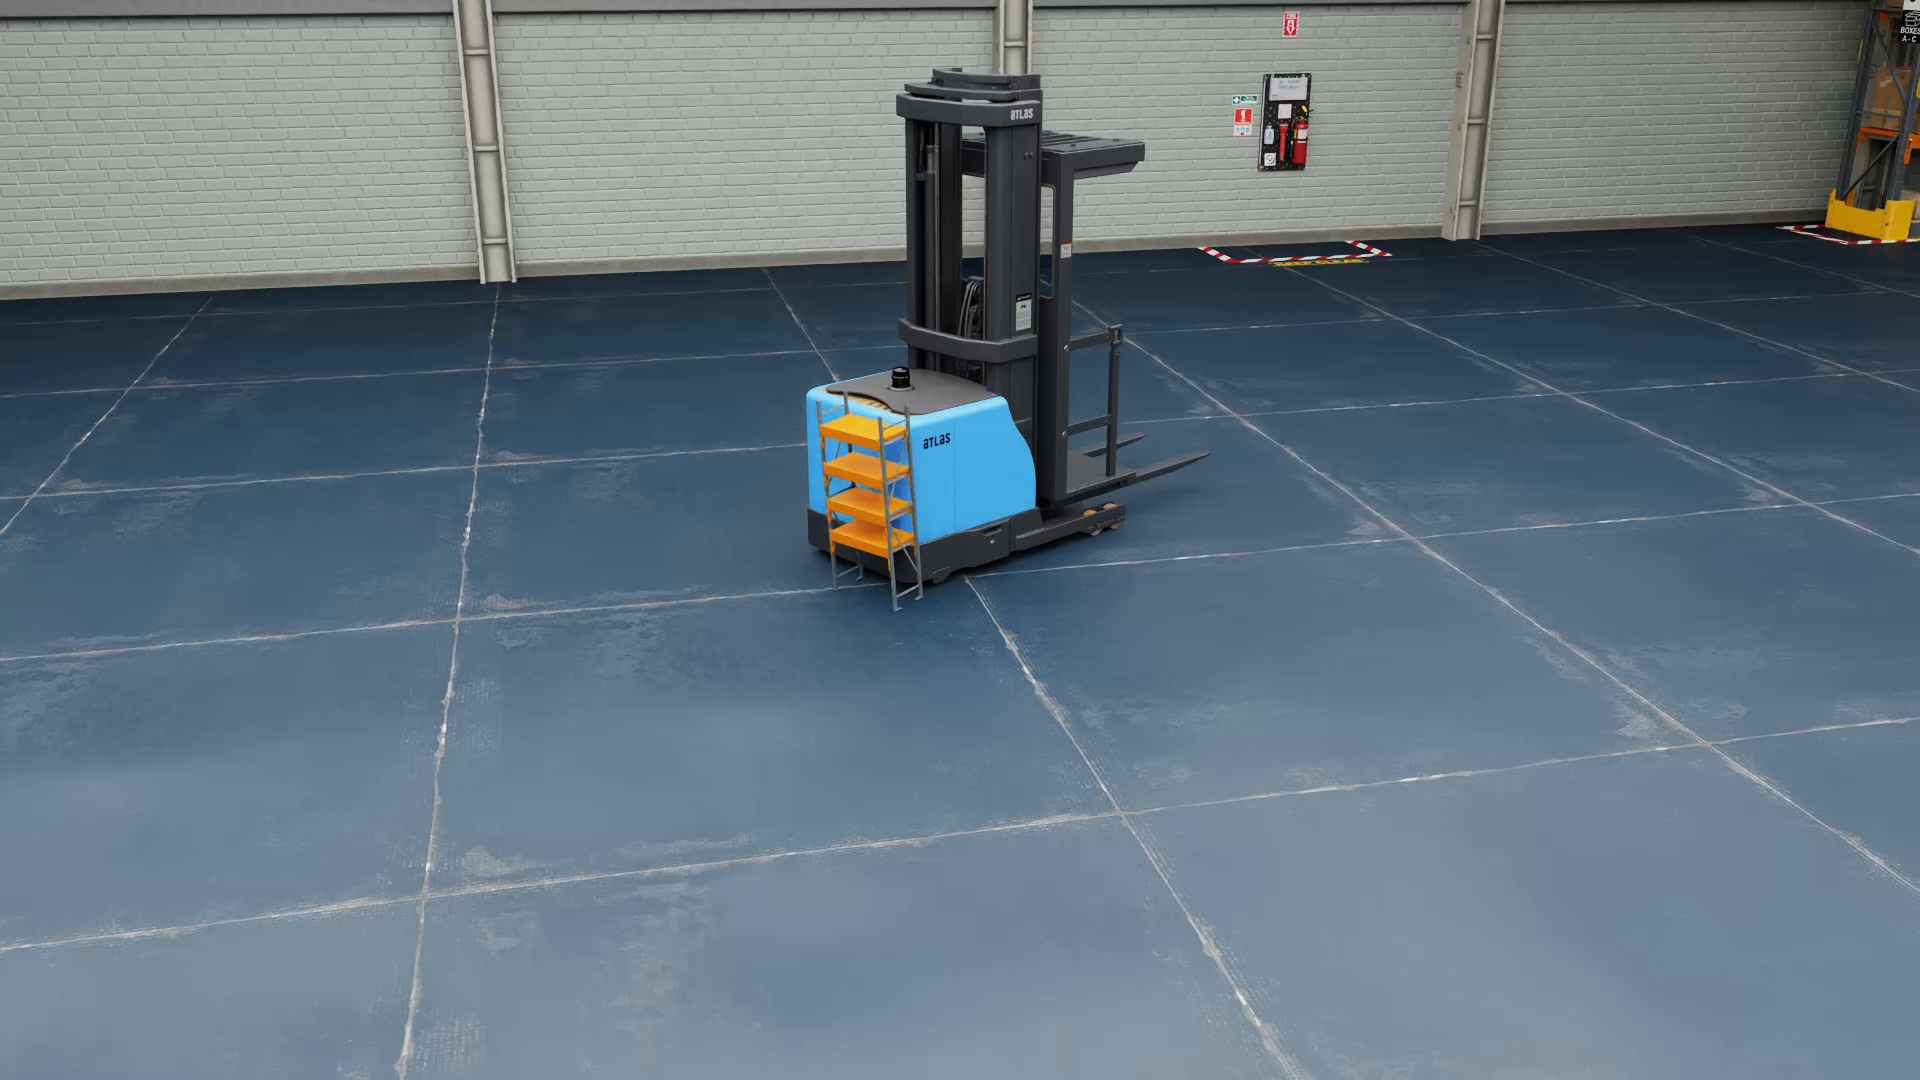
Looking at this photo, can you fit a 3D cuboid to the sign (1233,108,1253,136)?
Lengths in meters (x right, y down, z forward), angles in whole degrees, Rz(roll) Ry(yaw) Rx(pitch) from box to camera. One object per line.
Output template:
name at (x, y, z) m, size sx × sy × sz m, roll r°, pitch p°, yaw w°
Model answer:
sign at (3.473, -5.130, 20.406) m, size 0.234 × 0.329 × 0.001 m, roll -5°, pitch 21°, yaw -12°

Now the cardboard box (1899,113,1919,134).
cardboard box at (12.353, -5.306, 21.129) m, size 0.500 × 0.250 × 0.500 m, roll -5°, pitch 21°, yaw -14°

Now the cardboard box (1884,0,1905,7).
cardboard box at (12.153, -7.018, 21.076) m, size 0.500 × 0.500 × 0.500 m, roll -3°, pitch 20°, yaw -9°

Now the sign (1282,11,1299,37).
sign at (4.004, -6.244, 20.128) m, size 0.199 × 0.298 × 0.001 m, roll -5°, pitch 21°, yaw -12°

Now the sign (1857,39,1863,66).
sign at (11.697, -6.315, 21.549) m, size 0.005 × 0.325 × 0.100 m, roll -5°, pitch 21°, yaw -12°

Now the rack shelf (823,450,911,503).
rack shelf at (-0.530, -0.371, 9.599) m, size 0.480 × 0.148 × 0.258 m, roll 17°, pitch 31°, yaw 38°

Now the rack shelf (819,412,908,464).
rack shelf at (-0.544, -0.587, 9.504) m, size 0.480 × 0.148 × 0.258 m, roll 17°, pitch 31°, yaw 38°

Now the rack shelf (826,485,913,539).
rack shelf at (-0.517, -0.166, 9.689) m, size 0.480 × 0.148 × 0.258 m, roll 17°, pitch 31°, yaw 38°

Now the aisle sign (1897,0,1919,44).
aisle sign at (11.804, -6.550, 20.554) m, size 0.004 × 0.787 × 0.394 m, roll -5°, pitch 21°, yaw -12°

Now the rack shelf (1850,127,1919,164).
rack shelf at (13.752, -5.256, 21.847) m, size 4.000 × 0.370 × 1.077 m, roll -5°, pitch 21°, yaw -12°

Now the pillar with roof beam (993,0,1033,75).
pillar with roof beam at (1.600, -6.206, 14.674) m, size 0.400 × 9.000 × 9.100 m, roll -5°, pitch 21°, yaw -12°

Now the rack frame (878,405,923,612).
rack frame at (-0.338, -0.172, 9.511) m, size 0.015 × 1.200 × 0.240 m, roll 17°, pitch 31°, yaw 38°

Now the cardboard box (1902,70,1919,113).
cardboard box at (12.339, -5.663, 21.013) m, size 0.500 × 0.500 × 0.500 m, roll -5°, pitch 21°, yaw -12°

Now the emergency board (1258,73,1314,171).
emergency board at (4.035, -5.122, 20.437) m, size 0.643 × 1.169 × 0.194 m, roll -5°, pitch 21°, yaw -12°

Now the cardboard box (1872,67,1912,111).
cardboard box at (12.215, -5.835, 21.481) m, size 0.500 × 0.500 × 0.500 m, roll -5°, pitch 21°, yaw -13°

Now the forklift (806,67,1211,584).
forklift at (0.459, -1.523, 10.710) m, size 3.031 × 2.935 × 1.130 m, roll -18°, pitch 27°, yaw -40°

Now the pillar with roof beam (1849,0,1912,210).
pillar with roof beam at (13.278, -7.156, 17.267) m, size 0.400 × 9.000 × 9.100 m, roll -5°, pitch 21°, yaw -12°

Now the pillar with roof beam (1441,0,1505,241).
pillar with roof beam at (7.439, -6.681, 15.971) m, size 0.400 × 9.000 × 9.100 m, roll -5°, pitch 21°, yaw -12°

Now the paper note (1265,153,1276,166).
paper note at (3.847, -4.718, 20.614) m, size 0.142 × 0.148 × 0.016 m, roll -5°, pitch 21°, yaw -12°

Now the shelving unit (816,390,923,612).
shelving unit at (-0.521, -0.228, 9.662) m, size 0.503 × 1.200 × 0.258 m, roll 17°, pitch 31°, yaw 38°

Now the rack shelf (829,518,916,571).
rack shelf at (-0.506, 0.015, 9.769) m, size 0.480 × 0.148 × 0.258 m, roll 17°, pitch 31°, yaw 38°

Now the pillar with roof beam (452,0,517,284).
pillar with roof beam at (-4.239, -5.731, 13.378) m, size 0.400 × 9.000 × 9.100 m, roll -5°, pitch 21°, yaw -12°

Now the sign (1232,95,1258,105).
sign at (3.479, -5.376, 20.308) m, size 0.331 × 0.109 × 0.001 m, roll -5°, pitch 21°, yaw -12°

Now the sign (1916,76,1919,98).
sign at (11.930, -5.660, 20.646) m, size 0.005 × 0.325 × 0.100 m, roll -5°, pitch 21°, yaw -12°

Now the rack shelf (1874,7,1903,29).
rack shelf at (13.752, -6.664, 21.331) m, size 4.000 × 0.370 × 1.077 m, roll -5°, pitch 21°, yaw -12°

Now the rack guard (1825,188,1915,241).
rack guard at (11.879, -4.267, 21.737) m, size 0.348 × 0.500 × 1.175 m, roll -5°, pitch 21°, yaw -12°

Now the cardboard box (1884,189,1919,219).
cardboard box at (12.499, -4.404, 21.745) m, size 0.500 × 0.311 × 0.500 m, roll -7°, pitch 21°, yaw -19°

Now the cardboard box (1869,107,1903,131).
cardboard box at (12.216, -5.476, 21.592) m, size 0.500 × 0.250 × 0.500 m, roll -4°, pitch 21°, yaw -12°

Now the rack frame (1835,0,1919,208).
rack frame at (11.805, -5.435, 21.291) m, size 0.127 × 3.000 × 1.000 m, roll -5°, pitch 21°, yaw -12°

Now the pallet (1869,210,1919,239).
pallet at (12.678, -4.184, 21.930) m, size 1.213 × 0.211 × 1.003 m, roll -5°, pitch 21°, yaw -12°

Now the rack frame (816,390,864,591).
rack frame at (-0.704, -0.283, 9.814) m, size 0.015 × 1.200 × 0.240 m, roll 17°, pitch 31°, yaw 38°
